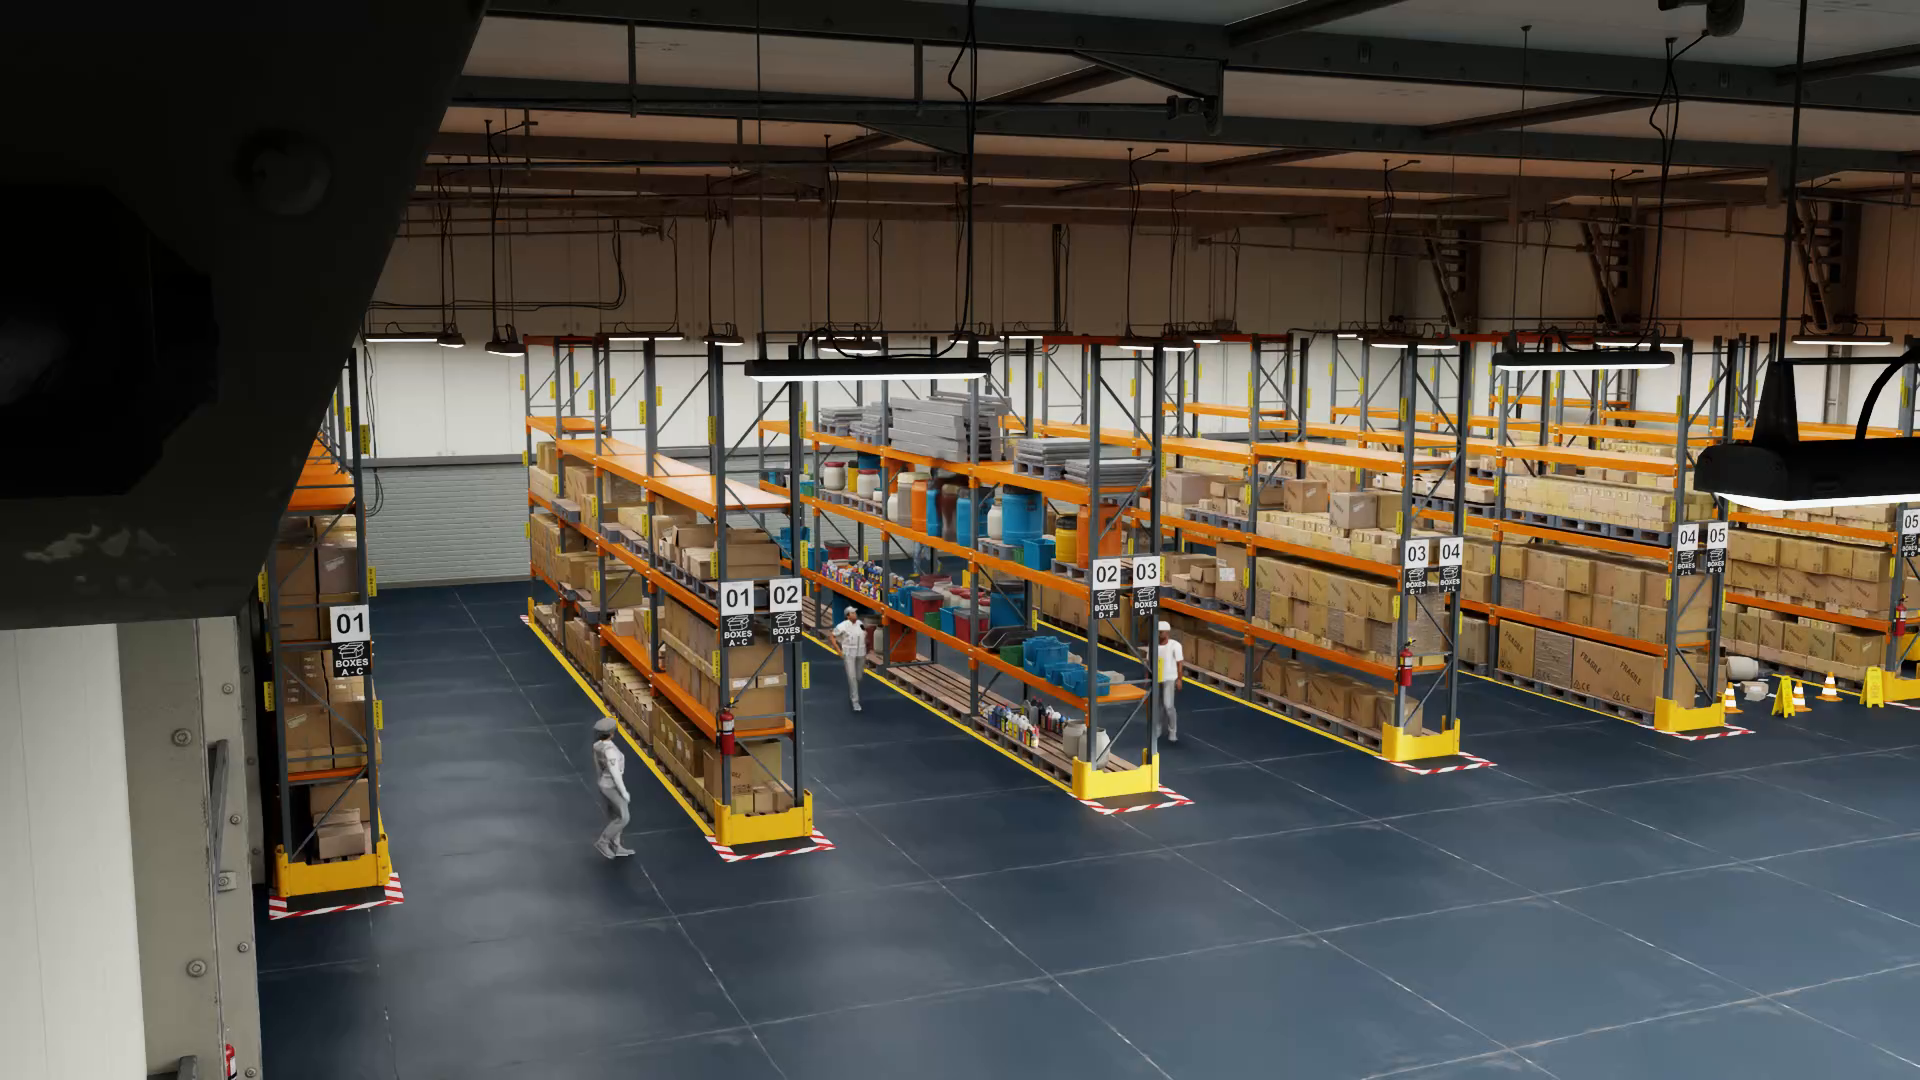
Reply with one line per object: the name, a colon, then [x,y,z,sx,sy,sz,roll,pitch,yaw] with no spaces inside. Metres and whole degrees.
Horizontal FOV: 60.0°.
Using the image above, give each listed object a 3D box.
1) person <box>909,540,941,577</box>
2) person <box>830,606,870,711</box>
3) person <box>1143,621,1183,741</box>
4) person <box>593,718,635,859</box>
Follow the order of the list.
person: [-0.862,0.033,40.889,0.625,1.746,0.876,5,9,35]
person: [-1.757,1.890,27.068,0.658,1.611,0.993,-3,8,-18]
person: [3.059,2.129,25.145,0.616,1.805,0.385,6,9,36]
person: [-4.077,2.914,19.531,0.474,1.682,0.504,-2,8,-15]
